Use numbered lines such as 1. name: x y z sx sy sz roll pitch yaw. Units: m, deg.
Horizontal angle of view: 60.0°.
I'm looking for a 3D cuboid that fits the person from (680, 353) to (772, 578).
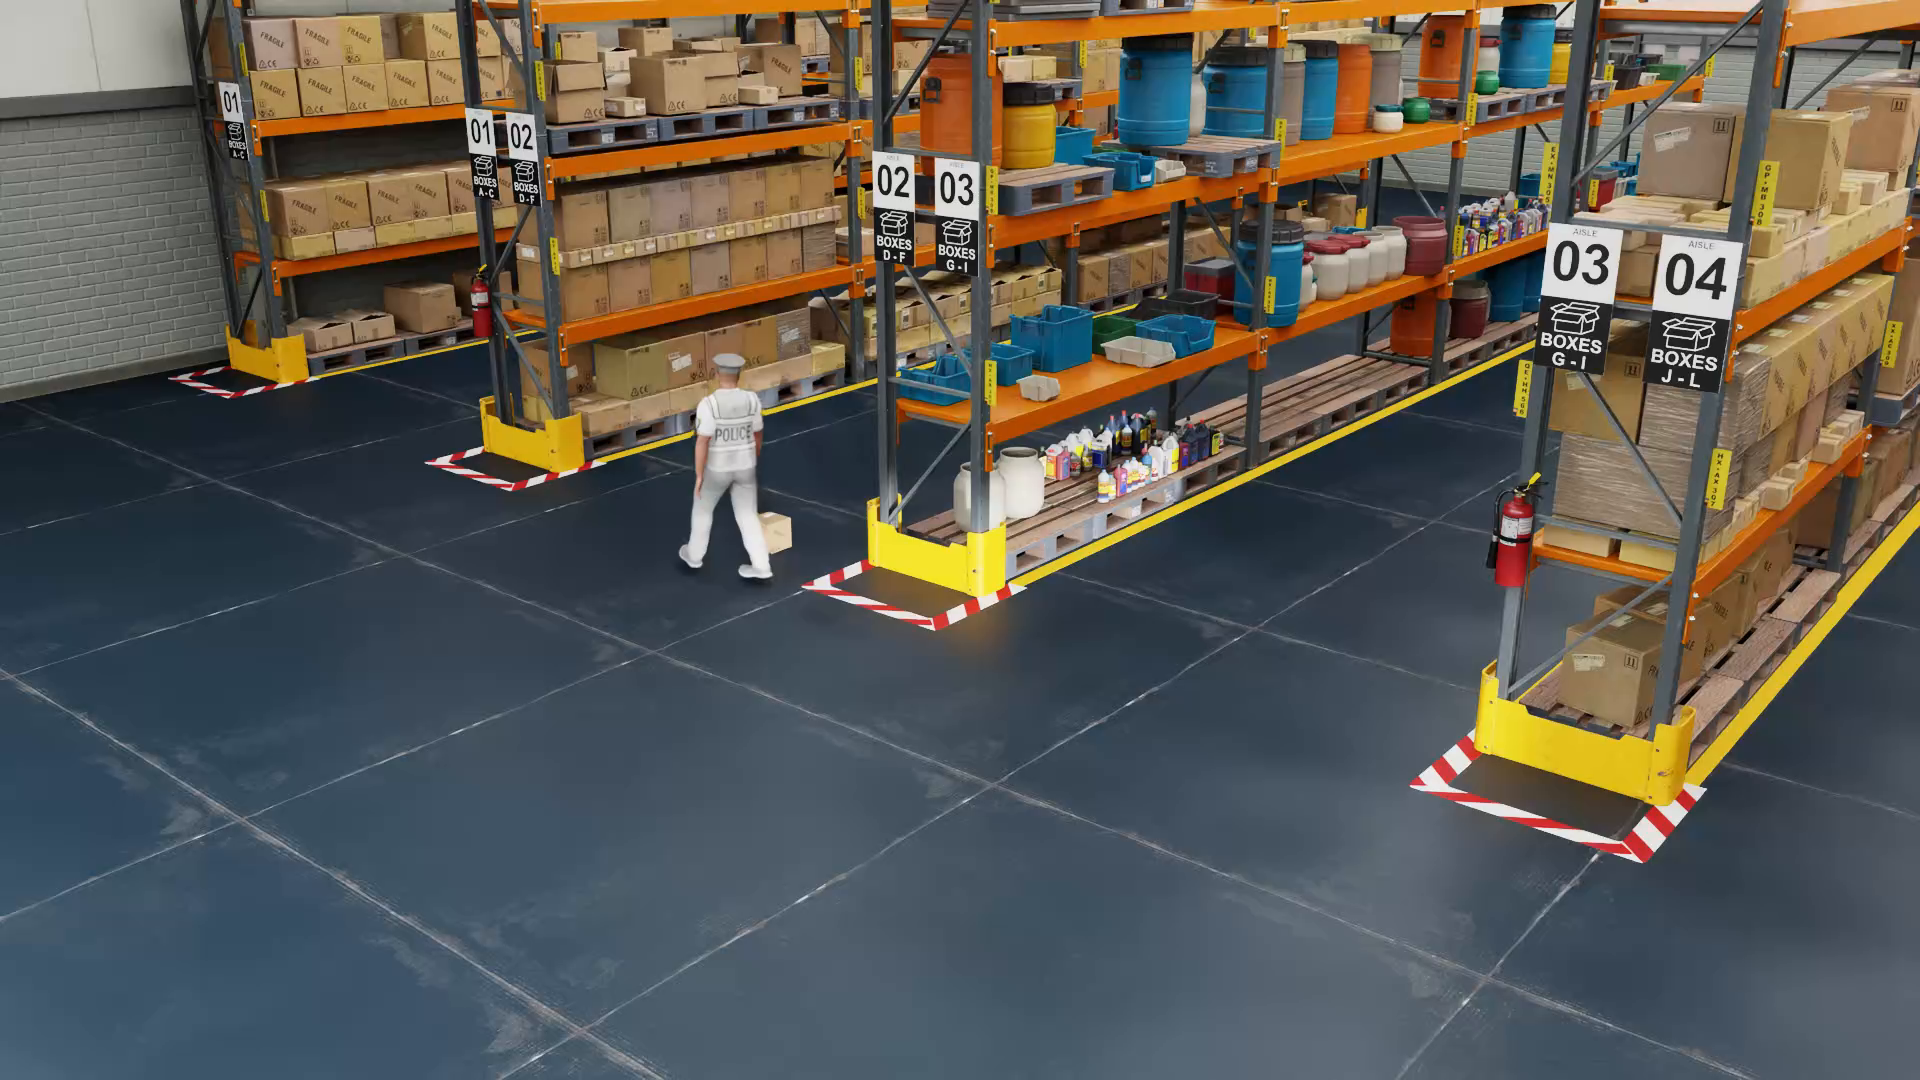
1. person: -1.798 -0.576 12.666 0.601 1.699 0.903 -10 22 -26
